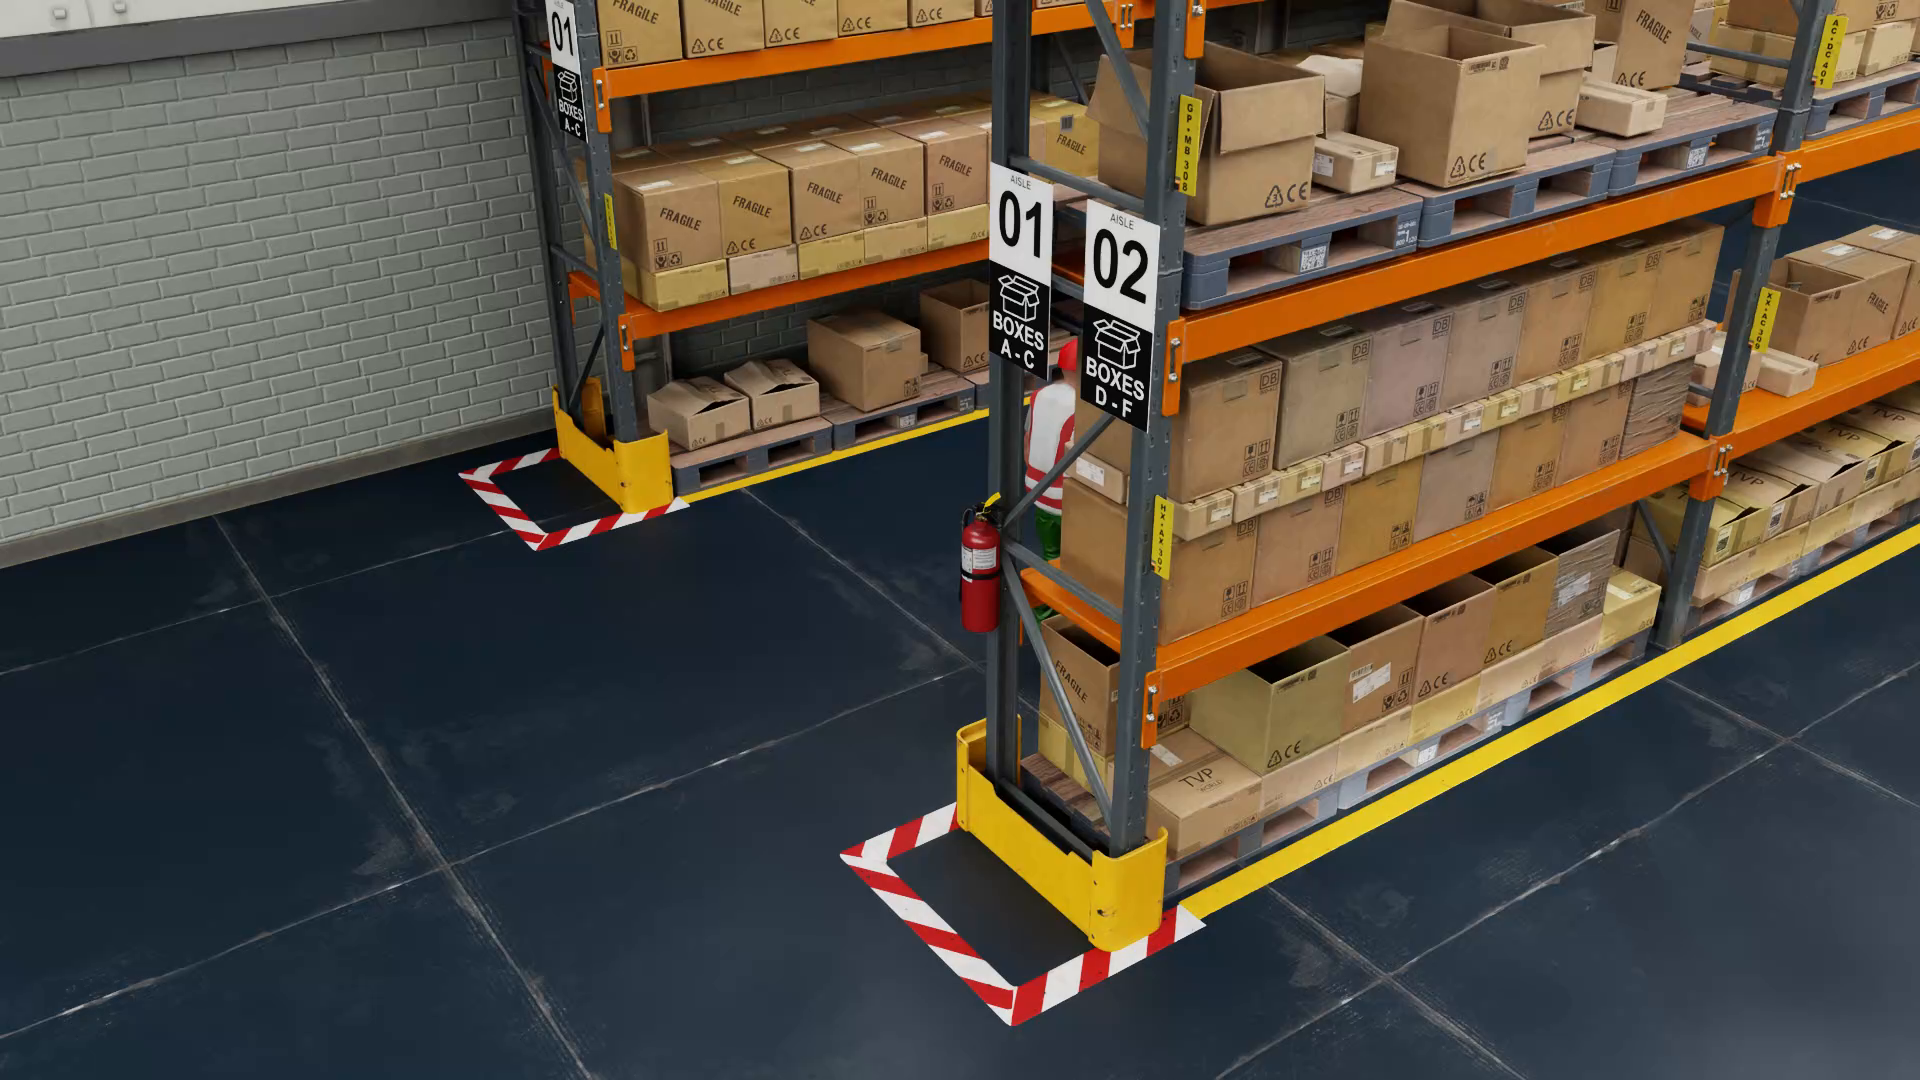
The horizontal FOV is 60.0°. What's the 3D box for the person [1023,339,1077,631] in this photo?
[{"bbox_3d":[0.594,-0.237,9.048,0.453,1.778,0.616,-21,35,-34],"label":"person"}]
